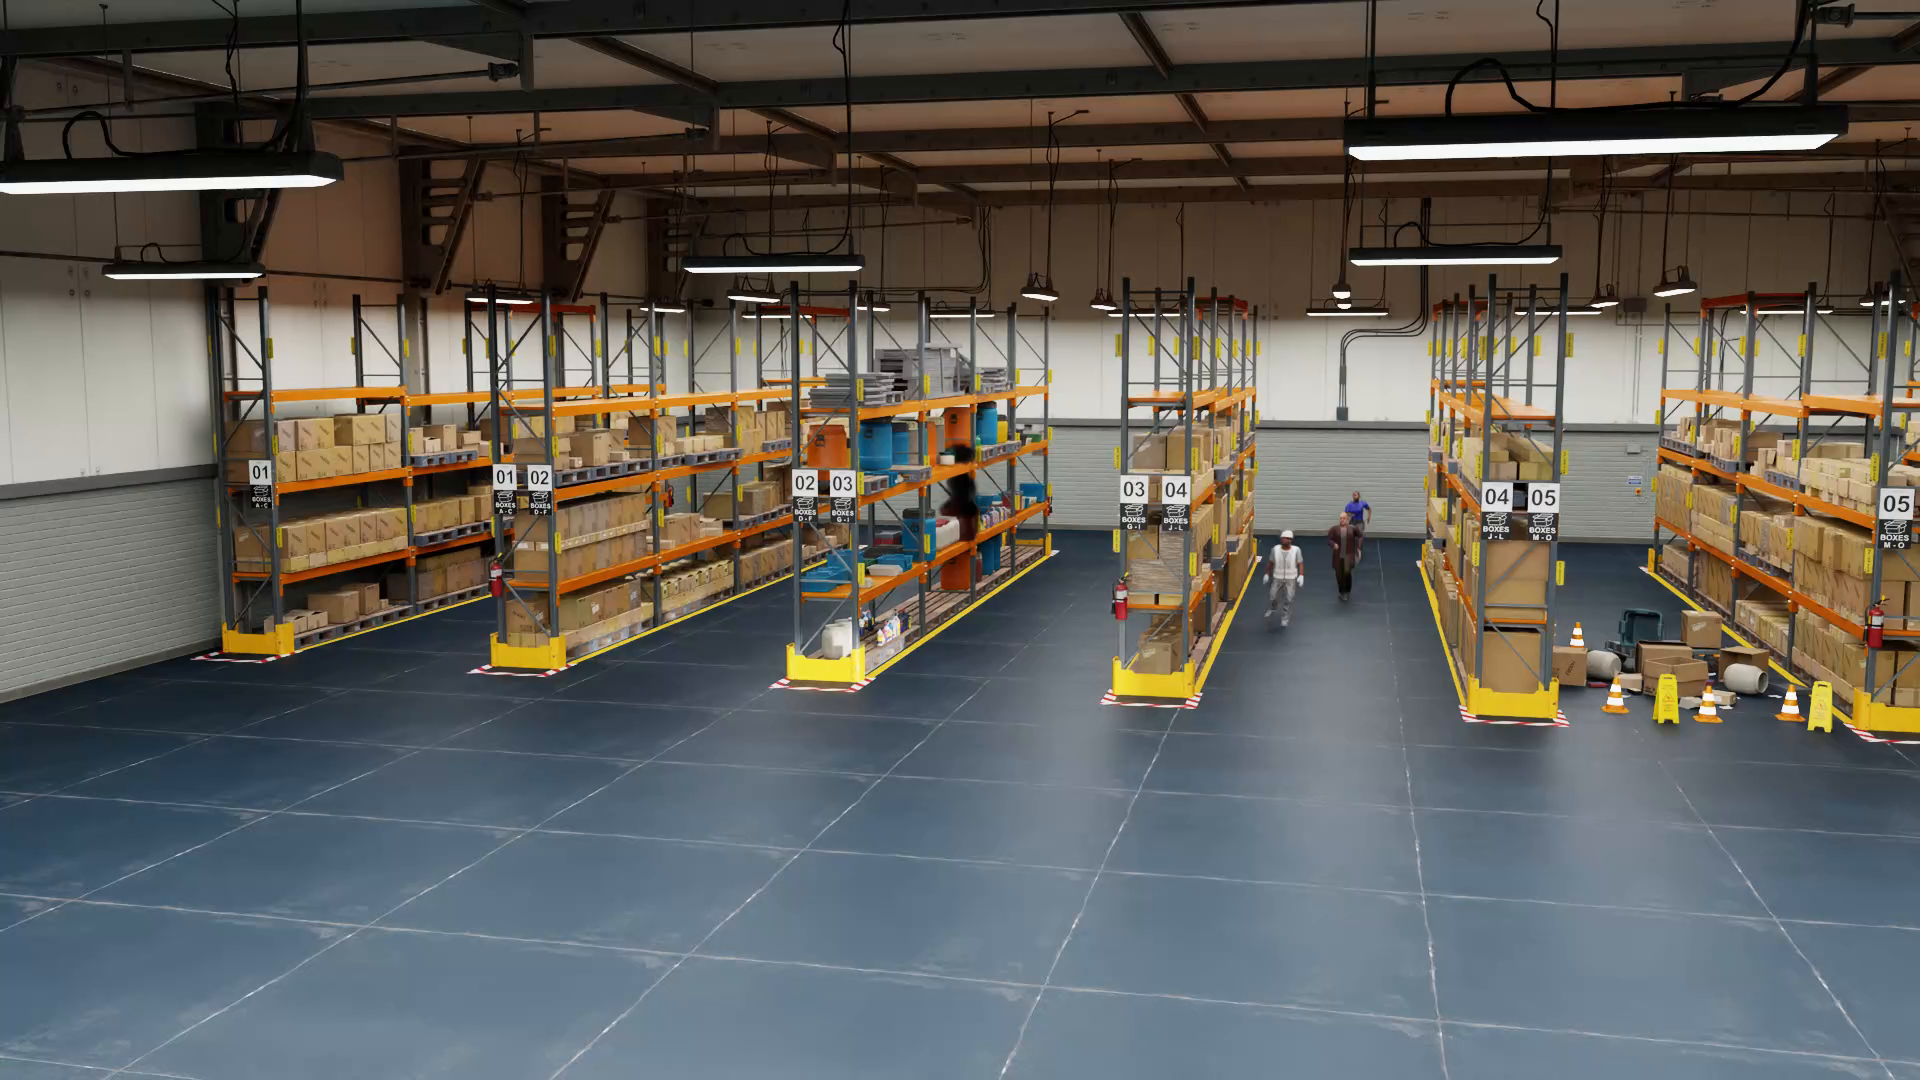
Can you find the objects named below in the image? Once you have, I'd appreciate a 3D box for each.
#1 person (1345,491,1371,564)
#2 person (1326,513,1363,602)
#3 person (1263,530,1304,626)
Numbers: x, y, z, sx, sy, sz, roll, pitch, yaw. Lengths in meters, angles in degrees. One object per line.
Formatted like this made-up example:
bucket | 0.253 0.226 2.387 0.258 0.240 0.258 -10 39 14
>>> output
person | 9.371 -0.317 39.233 0.590 1.699 0.897 2 7 19
person | 7.610 0.345 32.965 0.687 1.780 0.845 2 7 19
person | 5.854 0.679 30.070 0.739 1.746 0.677 2 7 14
